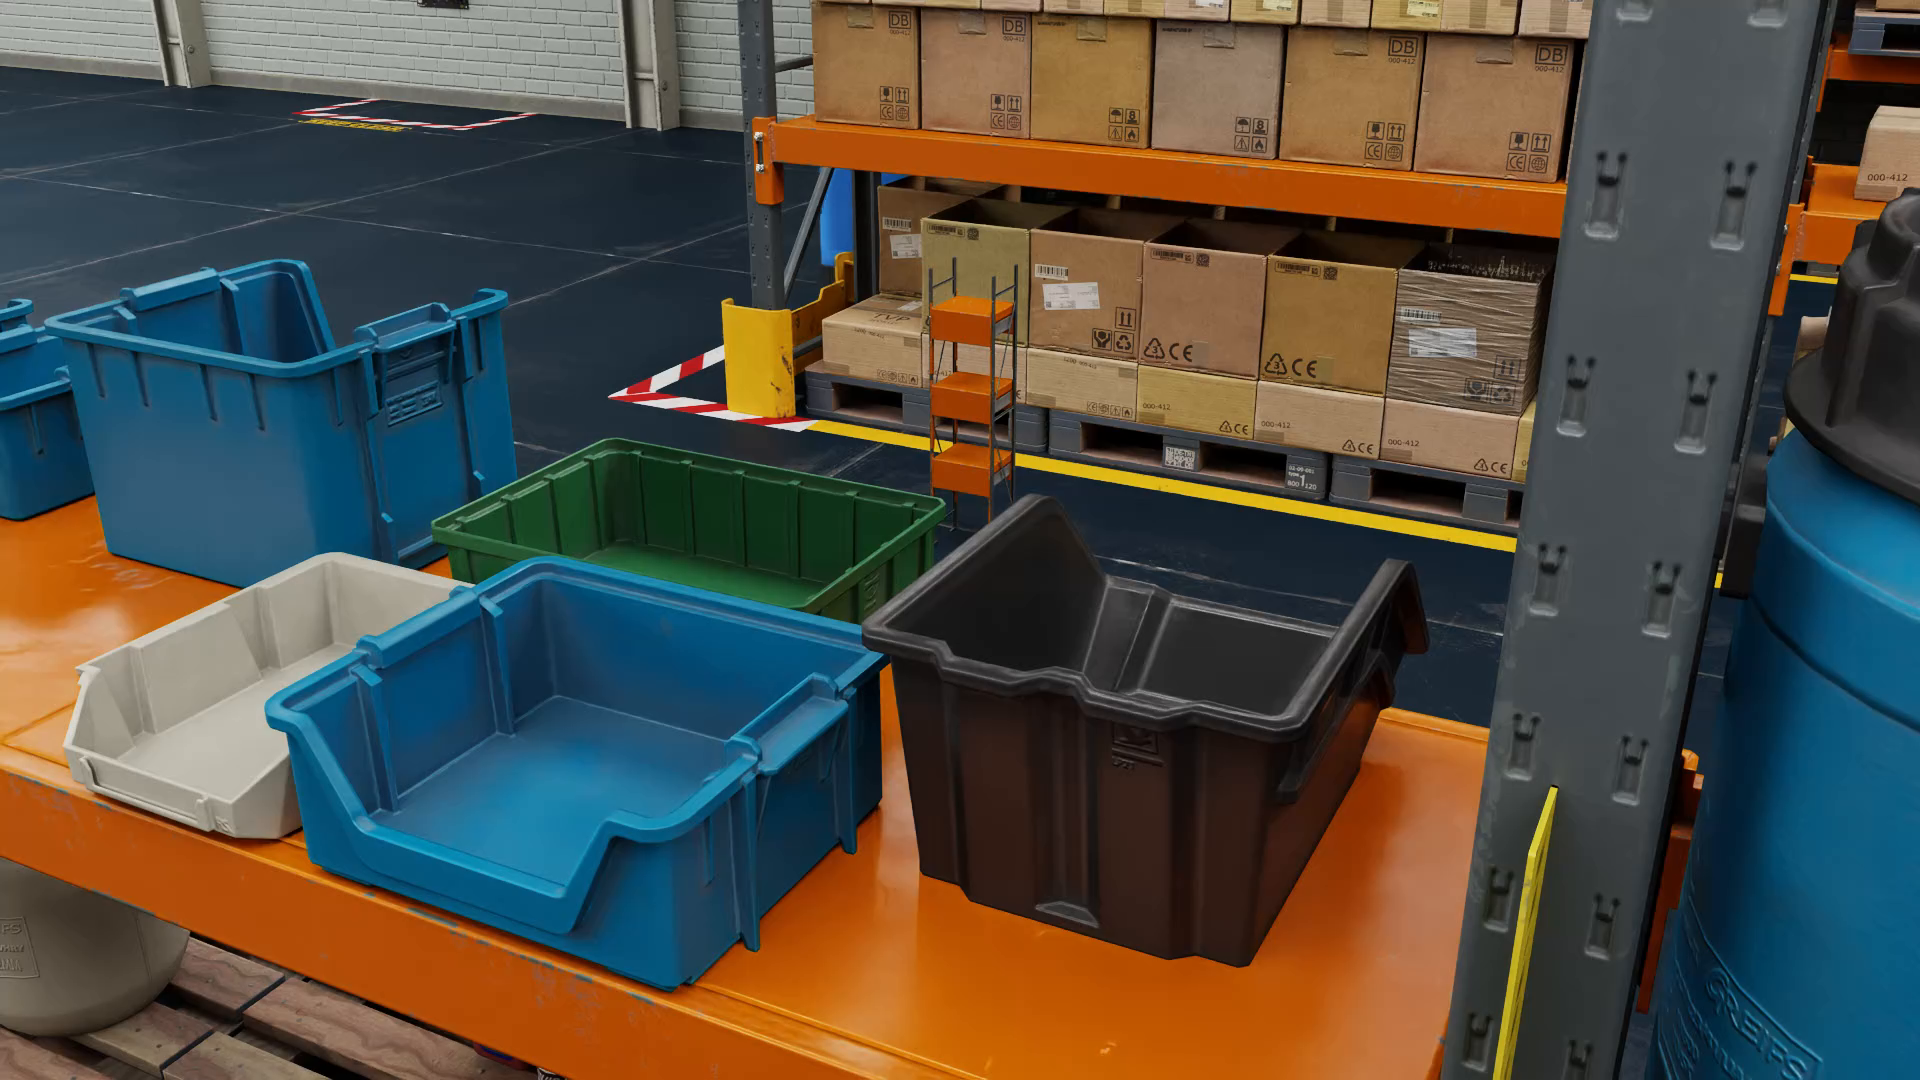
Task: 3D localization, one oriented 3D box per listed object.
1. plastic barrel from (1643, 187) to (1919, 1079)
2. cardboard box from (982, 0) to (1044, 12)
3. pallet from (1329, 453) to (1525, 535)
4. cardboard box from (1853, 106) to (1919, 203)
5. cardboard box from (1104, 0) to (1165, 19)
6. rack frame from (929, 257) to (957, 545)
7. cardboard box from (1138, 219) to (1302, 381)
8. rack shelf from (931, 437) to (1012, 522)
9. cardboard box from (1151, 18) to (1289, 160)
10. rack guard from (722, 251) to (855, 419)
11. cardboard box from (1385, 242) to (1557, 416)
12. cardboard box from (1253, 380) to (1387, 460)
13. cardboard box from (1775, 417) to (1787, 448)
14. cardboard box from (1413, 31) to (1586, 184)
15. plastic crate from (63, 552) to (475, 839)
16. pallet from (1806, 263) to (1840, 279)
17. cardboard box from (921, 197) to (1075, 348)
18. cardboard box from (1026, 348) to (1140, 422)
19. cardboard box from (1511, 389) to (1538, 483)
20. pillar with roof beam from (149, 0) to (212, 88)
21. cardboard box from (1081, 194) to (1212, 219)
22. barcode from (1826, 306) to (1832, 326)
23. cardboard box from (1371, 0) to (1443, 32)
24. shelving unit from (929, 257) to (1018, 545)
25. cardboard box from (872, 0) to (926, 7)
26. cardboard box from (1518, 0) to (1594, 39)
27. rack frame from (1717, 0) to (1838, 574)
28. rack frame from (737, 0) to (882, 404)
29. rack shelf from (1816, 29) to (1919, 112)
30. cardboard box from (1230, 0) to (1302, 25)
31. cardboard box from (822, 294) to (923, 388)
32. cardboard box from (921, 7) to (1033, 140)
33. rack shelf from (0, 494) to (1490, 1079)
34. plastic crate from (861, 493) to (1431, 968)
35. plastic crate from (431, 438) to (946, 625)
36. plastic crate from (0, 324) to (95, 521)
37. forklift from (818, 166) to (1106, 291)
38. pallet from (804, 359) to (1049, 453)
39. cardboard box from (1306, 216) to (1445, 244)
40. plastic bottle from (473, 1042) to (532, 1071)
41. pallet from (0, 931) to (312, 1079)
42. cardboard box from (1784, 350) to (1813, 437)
[{"bbox_3d":[0.881,0.228,1.240,0.708,0.901,0.600,11,25,25],"label":"plastic barrel"},{"bbox_3d":[0.278,-2.215,6.669,0.250,0.149,0.380,11,25,24],"label":"cardboard box"},{"bbox_3d":[2.221,-0.316,6.724,1.213,0.211,1.003,11,25,25],"label":"pallet"},{"bbox_3d":[3.370,-1.304,5.674,0.500,0.250,0.500,13,26,28],"label":"cardboard box"},{"bbox_3d":[0.745,-2.124,6.455,0.250,0.149,0.380,11,25,24],"label":"cardboard box"},{"bbox_3d":[-0.061,-0.495,6.073,0.008,1.050,0.200,11,25,25],"label":"rack frame"},{"bbox_3d":[1.057,-0.986,6.753,0.500,0.500,0.500,11,25,25],"label":"cardboard box"},{"bbox_3d":[0.048,-0.208,6.135,0.240,0.259,0.215,11,25,25],"label":"rack shelf"},{"bbox_3d":[1.135,-1.837,6.610,0.500,0.500,0.700,12,26,26],"label":"cardboard box"},{"bbox_3d":[-0.680,-1.005,7.973,0.348,0.500,1.175,11,25,25],"label":"rack guard"},{"bbox_3d":[1.958,-0.815,6.353,0.500,0.500,0.500,11,25,25],"label":"cardboard box"},{"bbox_3d":[1.504,-0.553,6.694,0.500,0.250,0.500,11,25,25],"label":"cardboard box"},{"bbox_3d":[3.160,-0.215,5.898,0.500,0.250,0.500,11,25,23],"label":"cardboard box"},{"bbox_3d":[2.039,-1.657,6.187,0.500,0.500,0.700,11,25,24],"label":"cardboard box"},{"bbox_3d":[-0.890,0.208,2.265,0.437,0.136,0.530,11,25,25],"label":"plastic crate"},{"bbox_3d":[5.839,-1.755,10.107,1.213,0.211,1.003,11,25,25],"label":"pallet"},{"bbox_3d":[0.167,-1.164,7.172,0.500,0.500,0.500,11,25,25],"label":"cardboard box"},{"bbox_3d":[0.614,-0.731,7.112,0.500,0.250,0.500,11,25,25],"label":"cardboard box"},{"bbox_3d":[2.399,-0.378,6.282,0.500,0.250,0.500,11,25,25],"label":"cardboard box"},{"bbox_3d":[-10.063,-7.436,12.237,0.400,9.000,9.100,11,25,25],"label":"pillar with roof beam"},{"bbox_3d":[0.854,-1.261,7.402,0.500,0.500,0.500,11,25,25],"label":"cardboard box"},{"bbox_3d":[2.951,-0.748,5.581,0.075,0.075,0.001,11,25,25],"label":"barcode"},{"bbox_3d":[1.665,-1.942,6.028,0.250,0.149,0.380,11,25,24],"label":"cardboard box"},{"bbox_3d":[0.048,-0.474,6.022,0.252,1.050,0.215,11,25,25],"label":"shelving unit"},{"bbox_3d":[-0.168,-2.305,6.881,0.250,0.149,0.380,10,25,23],"label":"cardboard box"},{"bbox_3d":[2.117,-1.852,5.815,0.250,0.149,0.380,10,25,23],"label":"cardboard box"},{"bbox_3d":[2.911,-1.444,5.813,0.127,3.000,1.000,11,25,25],"label":"rack frame"},{"bbox_3d":[-0.658,-2.151,7.474,0.127,3.000,1.000,11,25,25],"label":"rack frame"},{"bbox_3d":[6.928,-2.491,9.194,4.000,0.370,1.077,11,25,25],"label":"rack shelf"},{"bbox_3d":[1.201,-2.033,6.240,0.250,0.149,0.380,12,26,26],"label":"cardboard box"},{"bbox_3d":[-0.280,-0.906,7.525,0.500,0.250,0.500,11,25,25],"label":"cardboard box"},{"bbox_3d":[0.223,-2.019,7.036,0.500,0.500,0.700,12,26,26],"label":"cardboard box"},{"bbox_3d":[-1.112,0.263,2.718,4.000,0.370,1.077,11,25,25],"label":"rack shelf"},{"bbox_3d":[0.263,0.177,2.081,0.504,0.338,0.767,11,25,25],"label":"plastic crate"},{"bbox_3d":[-0.411,0.044,2.584,0.662,0.188,0.450,11,25,25],"label":"plastic crate"},{"bbox_3d":[-1.738,-0.252,3.201,0.408,0.251,0.499,11,25,25],"label":"plastic crate"},{"bbox_3d":[0.810,-2.595,8.606,3.031,2.935,1.130,5,24,12],"label":"forklift"},{"bbox_3d":[0.043,-0.747,7.737,1.213,0.211,1.003,11,25,25],"label":"pallet"},{"bbox_3d":[1.746,-1.085,6.987,0.500,0.500,0.500,11,25,25],"label":"cardboard box"},{"bbox_3d":[-0.895,0.889,3.236,0.133,0.283,0.061,11,25,25],"label":"plastic bottle"},{"bbox_3d":[-2.085,1.004,3.619,1.213,0.211,1.003,11,25,25],"label":"pallet"},{"bbox_3d":[3.168,-0.470,5.783,0.500,0.311,0.500,11,26,25],"label":"cardboard box"}]
